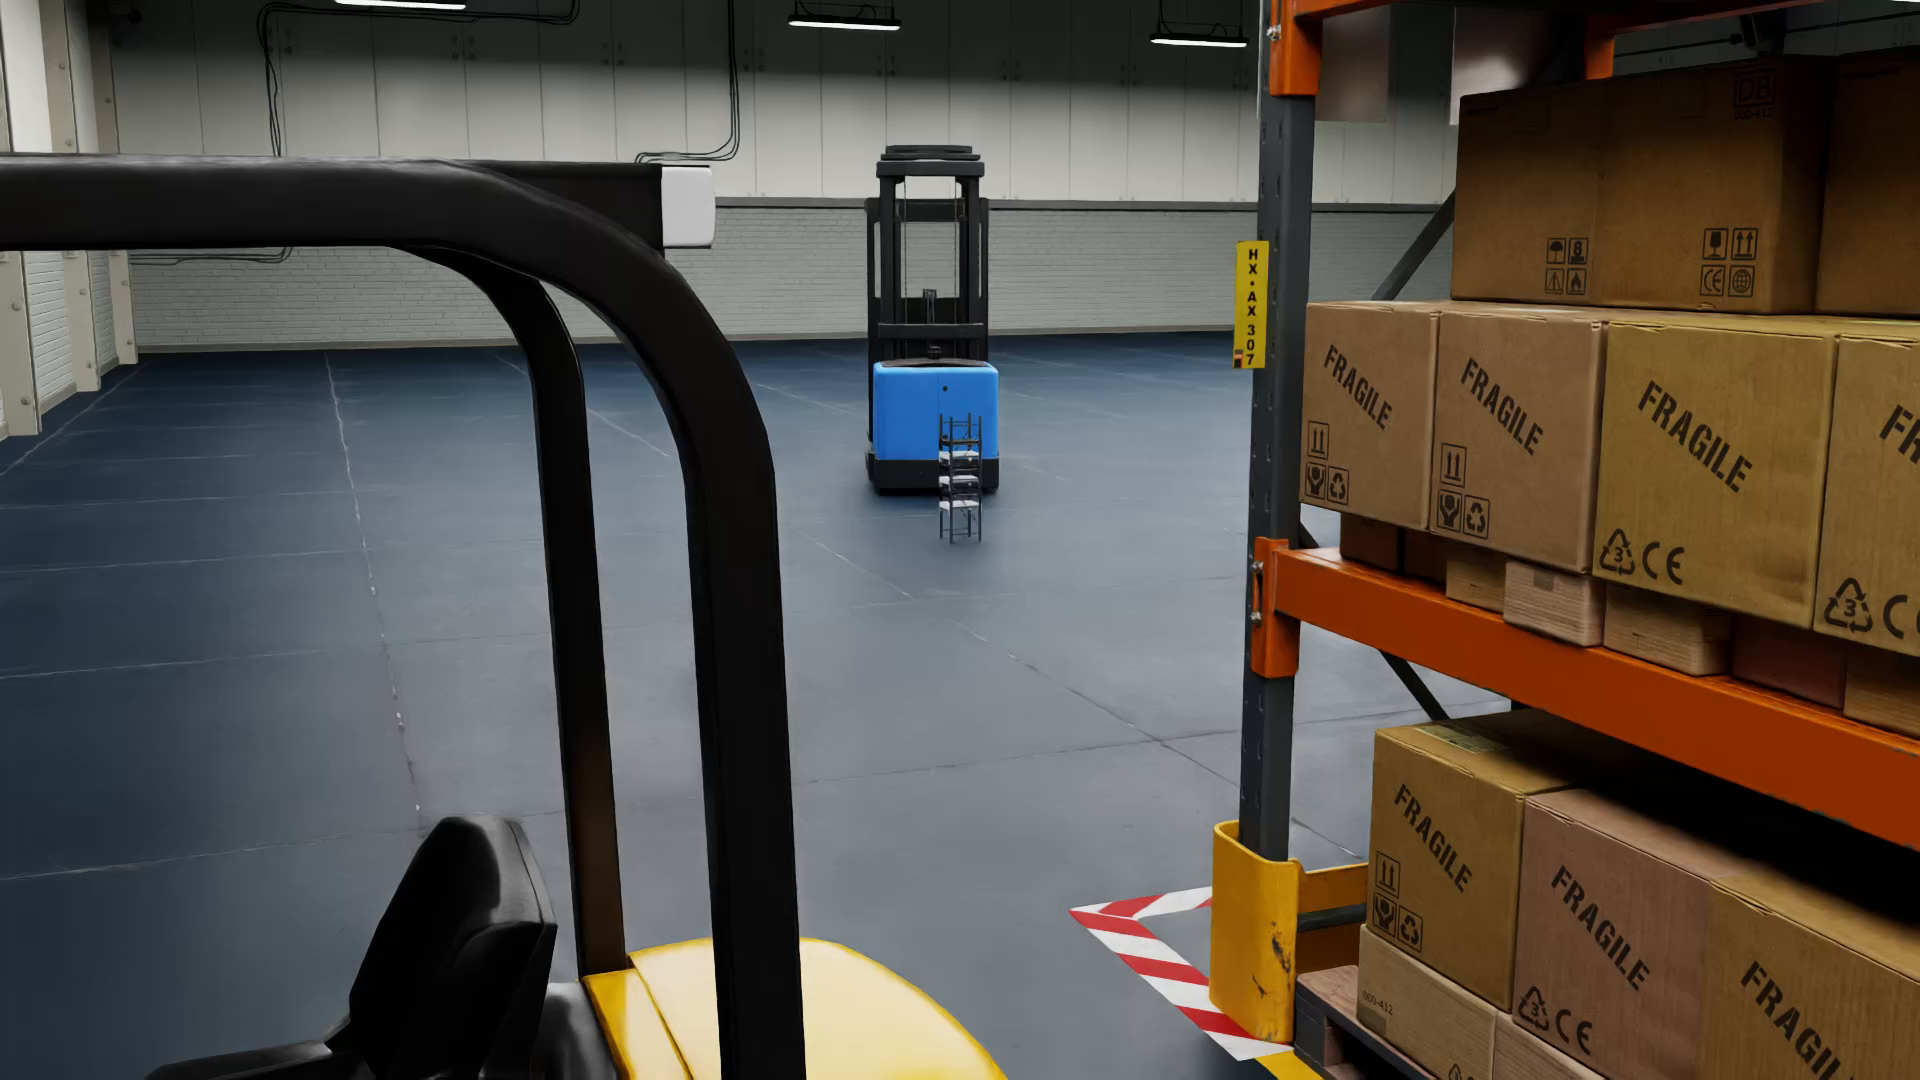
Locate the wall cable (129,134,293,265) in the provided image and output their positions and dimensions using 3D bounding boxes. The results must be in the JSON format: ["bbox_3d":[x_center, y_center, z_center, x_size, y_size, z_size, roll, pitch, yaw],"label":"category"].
[{"bbox_3d":[-14.659,-6.615,32.282,3.097,2.526,0.112,-4,11,-21],"label":"wall cable"}]

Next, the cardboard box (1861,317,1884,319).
[{"bbox_3d":[2.069,-0.176,3.210,0.500,0.500,0.500,-4,11,-21],"label":"cardboard box"}]

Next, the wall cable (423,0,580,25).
[{"bbox_3d":[-9.253,-11.709,33.510,3.097,2.526,0.112,-4,11,-21],"label":"wall cable"}]

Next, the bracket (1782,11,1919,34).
[{"bbox_3d":[17.463,-9.860,31.380,0.076,0.066,4.783,-4,11,-21],"label":"bracket"}]

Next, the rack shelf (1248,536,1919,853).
[{"bbox_3d":[1.985,0.465,2.794,1.077,0.370,4.000,-4,11,-21],"label":"rack shelf"}]

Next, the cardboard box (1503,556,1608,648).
[{"bbox_3d":[1.365,0.110,3.454,0.380,0.149,0.250,-4,11,-20],"label":"cardboard box"}]

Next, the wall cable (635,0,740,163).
[{"bbox_3d":[-5.805,-10.418,35.084,2.305,6.003,0.169,-4,11,-21],"label":"wall cable"}]

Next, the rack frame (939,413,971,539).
[{"bbox_3d":[-0.034,-0.458,11.927,0.240,0.900,0.006,-4,11,-21],"label":"rack frame"}]

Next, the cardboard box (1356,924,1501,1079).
[{"bbox_3d":[1.295,1.081,3.931,0.500,0.250,0.500,-4,11,-21],"label":"cardboard box"}]

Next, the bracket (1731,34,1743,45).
[{"bbox_3d":[16.229,-10.416,34.506,0.235,0.232,0.430,-4,11,-21],"label":"bracket"}]

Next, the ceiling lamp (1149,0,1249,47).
[{"bbox_3d":[4.471,-11.041,31.628,2.000,3.185,0.800,-4,11,-21],"label":"ceiling lamp"}]

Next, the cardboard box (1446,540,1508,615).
[{"bbox_3d":[1.316,0.066,3.703,0.380,0.149,0.250,-4,11,-23],"label":"cardboard box"}]

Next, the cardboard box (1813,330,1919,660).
[{"bbox_3d":[1.742,-0.066,2.593,0.500,0.500,0.500,-4,11,-22],"label":"cardboard box"}]

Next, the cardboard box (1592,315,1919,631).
[{"bbox_3d":[1.550,-0.149,3.056,0.500,0.500,0.500,-4,11,-22],"label":"cardboard box"}]

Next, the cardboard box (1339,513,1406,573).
[{"bbox_3d":[1.191,-0.023,4.202,0.380,0.149,0.250,-4,11,-21],"label":"cardboard box"}]

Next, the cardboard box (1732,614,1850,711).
[{"bbox_3d":[1.642,0.189,3.008,0.380,0.149,0.250,-4,11,-19],"label":"cardboard box"}]

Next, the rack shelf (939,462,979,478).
[{"bbox_3d":[0.003,-0.498,11.824,0.258,0.077,0.200,-4,11,-21],"label":"rack shelf"}]

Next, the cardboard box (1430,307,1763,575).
[{"bbox_3d":[1.364,-0.232,3.523,0.500,0.500,0.500,-4,11,-19],"label":"cardboard box"}]

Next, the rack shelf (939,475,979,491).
[{"bbox_3d":[0.003,-0.409,11.840,0.258,0.077,0.200,-4,11,-21],"label":"rack shelf"}]

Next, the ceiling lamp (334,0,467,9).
[{"bbox_3d":[-8.997,-10.124,26.472,2.000,3.185,0.800,-4,11,-21],"label":"ceiling lamp"}]

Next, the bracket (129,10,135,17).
[{"bbox_3d":[-15.288,-9.732,30.660,0.076,0.066,3.189,-4,11,-21],"label":"bracket"}]

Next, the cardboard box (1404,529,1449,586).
[{"bbox_3d":[1.296,0.017,3.976,0.380,0.149,0.250,-4,11,-20],"label":"cardboard box"}]

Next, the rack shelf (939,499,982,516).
[{"bbox_3d":[0.003,-0.232,11.871,0.258,0.077,0.200,-4,11,-21],"label":"rack shelf"}]

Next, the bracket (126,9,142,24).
[{"bbox_3d":[-15.502,-9.829,31.202,0.235,0.232,0.430,-4,11,-21],"label":"bracket"}]

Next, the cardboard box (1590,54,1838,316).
[{"bbox_3d":[1.825,-0.751,3.586,0.700,0.500,0.500,-4,11,-20],"label":"cardboard box"}]

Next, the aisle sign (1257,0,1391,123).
[{"bbox_3d":[0.949,-1.486,4.285,0.394,0.787,0.004,-4,11,-21],"label":"aisle sign"}]

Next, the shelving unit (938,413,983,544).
[{"bbox_3d":[0.003,-0.442,11.834,0.258,0.900,0.210,-4,11,-21],"label":"shelving unit"}]

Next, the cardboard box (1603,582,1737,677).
[{"bbox_3d":[1.490,0.150,3.229,0.380,0.149,0.250,-4,11,-19],"label":"cardboard box"}]

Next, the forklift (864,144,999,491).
[{"bbox_3d":[-0.311,-2.077,15.225,1.130,2.935,3.031,-1,10,-5],"label":"forklift"}]

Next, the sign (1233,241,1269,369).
[{"bbox_3d":[0.755,-0.607,4.297,0.100,0.325,0.005,-4,11,-21],"label":"sign"}]

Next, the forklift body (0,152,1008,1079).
[{"bbox_3d":[-0.977,0.712,1.777,2.313,2.155,1.214,-4,11,-21],"label":"forklift body"}]

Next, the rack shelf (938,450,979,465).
[{"bbox_3d":[0.003,-0.586,11.808,0.258,0.077,0.200,-4,11,-21],"label":"rack shelf"}]

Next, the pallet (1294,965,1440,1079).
[{"bbox_3d":[1.549,1.305,3.982,1.003,0.211,1.213,-4,11,-21],"label":"pallet"}]

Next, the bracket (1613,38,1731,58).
[{"bbox_3d":[15.289,-10.840,36.886,0.076,0.066,4.783,-4,11,-21],"label":"bracket"}]

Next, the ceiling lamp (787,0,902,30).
[{"bbox_3d":[-2.109,-10.593,29.109,2.000,3.185,0.800,-4,11,-21],"label":"ceiling lamp"}]

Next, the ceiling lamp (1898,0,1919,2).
[{"bbox_3d":[14.614,-10.040,25.883,2.000,3.144,0.800,-4,11,-21],"label":"ceiling lamp"}]

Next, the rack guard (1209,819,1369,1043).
[{"bbox_3d":[1.288,1.028,4.715,1.175,0.500,0.348,-4,11,-21],"label":"rack guard"}]

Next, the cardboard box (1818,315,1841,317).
[{"bbox_3d":[1.891,-0.258,3.670,0.500,0.500,0.500,-4,11,-21],"label":"cardboard box"}]

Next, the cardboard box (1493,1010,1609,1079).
[{"bbox_3d":[1.473,1.165,3.460,0.500,0.250,0.500,-3,11,-19],"label":"cardboard box"}]

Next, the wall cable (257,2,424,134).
[{"bbox_3d":[-12.137,-9.274,32.805,3.097,2.526,0.112,-4,11,-21],"label":"wall cable"}]

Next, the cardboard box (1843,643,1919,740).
[{"bbox_3d":[1.710,0.234,2.755,0.380,0.149,0.250,-4,11,-22],"label":"cardboard box"}]

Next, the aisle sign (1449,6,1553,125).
[{"bbox_3d":[1.508,-1.524,4.499,0.394,0.787,0.004,-4,11,-21],"label":"aisle sign"}]

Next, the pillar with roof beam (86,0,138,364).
[{"bbox_3d":[-10.811,-7.853,30.371,9.100,9.000,0.548,-4,11,-21],"label":"pillar with roof beam"}]

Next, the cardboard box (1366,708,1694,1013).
[{"bbox_3d":[1.304,0.715,3.844,0.500,0.500,0.500,-4,11,-23],"label":"cardboard box"}]

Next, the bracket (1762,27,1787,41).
[{"bbox_3d":[16.529,-10.281,33.745,0.235,0.232,0.430,-4,11,-21],"label":"bracket"}]

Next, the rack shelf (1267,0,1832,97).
[{"bbox_3d":[1.985,-1.012,2.531,1.077,0.370,4.000,-4,11,-21],"label":"rack shelf"}]

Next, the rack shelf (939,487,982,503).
[{"bbox_3d":[0.003,-0.320,11.855,0.258,0.077,0.200,-4,11,-21],"label":"rack shelf"}]

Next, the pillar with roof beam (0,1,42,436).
[{"bbox_3d":[-6.463,-5.894,19.359,9.100,9.000,0.400,-4,11,-21],"label":"pillar with roof beam"}]

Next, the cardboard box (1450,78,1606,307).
[{"bbox_3d":[1.649,-0.834,4.053,0.700,0.500,0.500,-4,11,-22],"label":"cardboard box"}]

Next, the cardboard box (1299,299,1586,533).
[{"bbox_3d":[1.174,-0.316,3.998,0.500,0.500,0.500,-4,11,-22],"label":"cardboard box"}]

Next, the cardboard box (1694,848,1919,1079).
[{"bbox_3d":[1.672,0.883,2.902,0.500,0.500,0.500,-4,11,-20],"label":"cardboard box"}]

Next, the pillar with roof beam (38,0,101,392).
[{"bbox_3d":[-8.637,-6.873,24.865,9.100,9.000,0.400,-4,11,-21],"label":"pillar with roof beam"}]

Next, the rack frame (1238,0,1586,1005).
[{"bbox_3d":[1.261,-0.215,4.566,1.000,3.000,0.127,-4,11,-21],"label":"rack frame"}]

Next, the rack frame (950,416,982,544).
[{"bbox_3d":[0.040,-0.425,11.741,0.240,0.900,0.006,-4,11,-21],"label":"rack frame"}]

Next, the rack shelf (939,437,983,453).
[{"bbox_3d":[0.003,-0.675,11.792,0.258,0.077,0.200,-4,11,-21],"label":"rack shelf"}]

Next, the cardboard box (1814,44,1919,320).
[{"bbox_3d":[2.106,-0.674,3.154,0.700,0.500,0.500,-4,11,-22],"label":"cardboard box"}]

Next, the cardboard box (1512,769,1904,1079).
[{"bbox_3d":[1.498,0.801,3.366,0.500,0.500,0.500,-4,11,-23],"label":"cardboard box"}]

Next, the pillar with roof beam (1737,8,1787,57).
[{"bbox_3d":[12.697,-8.326,33.031,9.100,9.000,0.548,-4,11,-21],"label":"pillar with roof beam"}]
